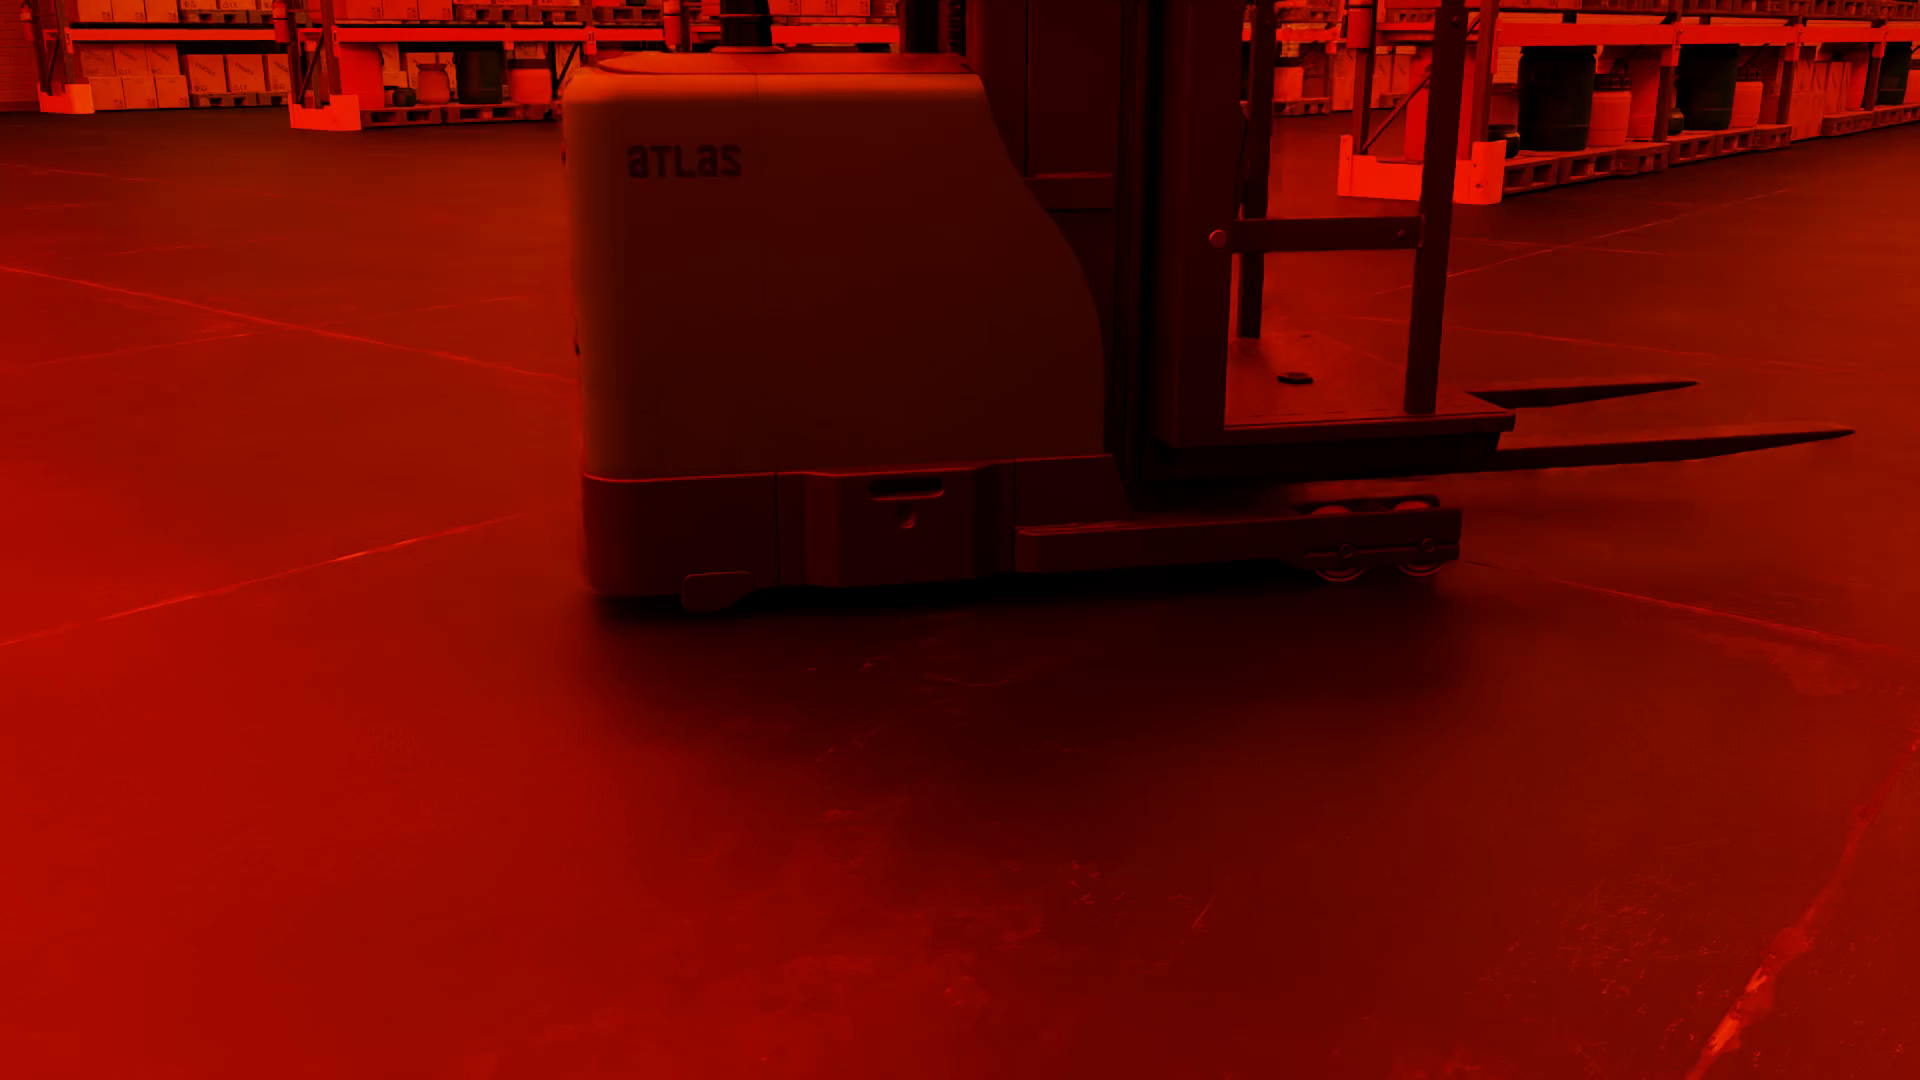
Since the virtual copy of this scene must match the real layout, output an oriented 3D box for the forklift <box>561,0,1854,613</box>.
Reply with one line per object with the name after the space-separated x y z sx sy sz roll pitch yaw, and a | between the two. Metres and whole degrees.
0.632 -1.456 3.693 3.031 2.935 1.130 -4 17 -12 | forklift
